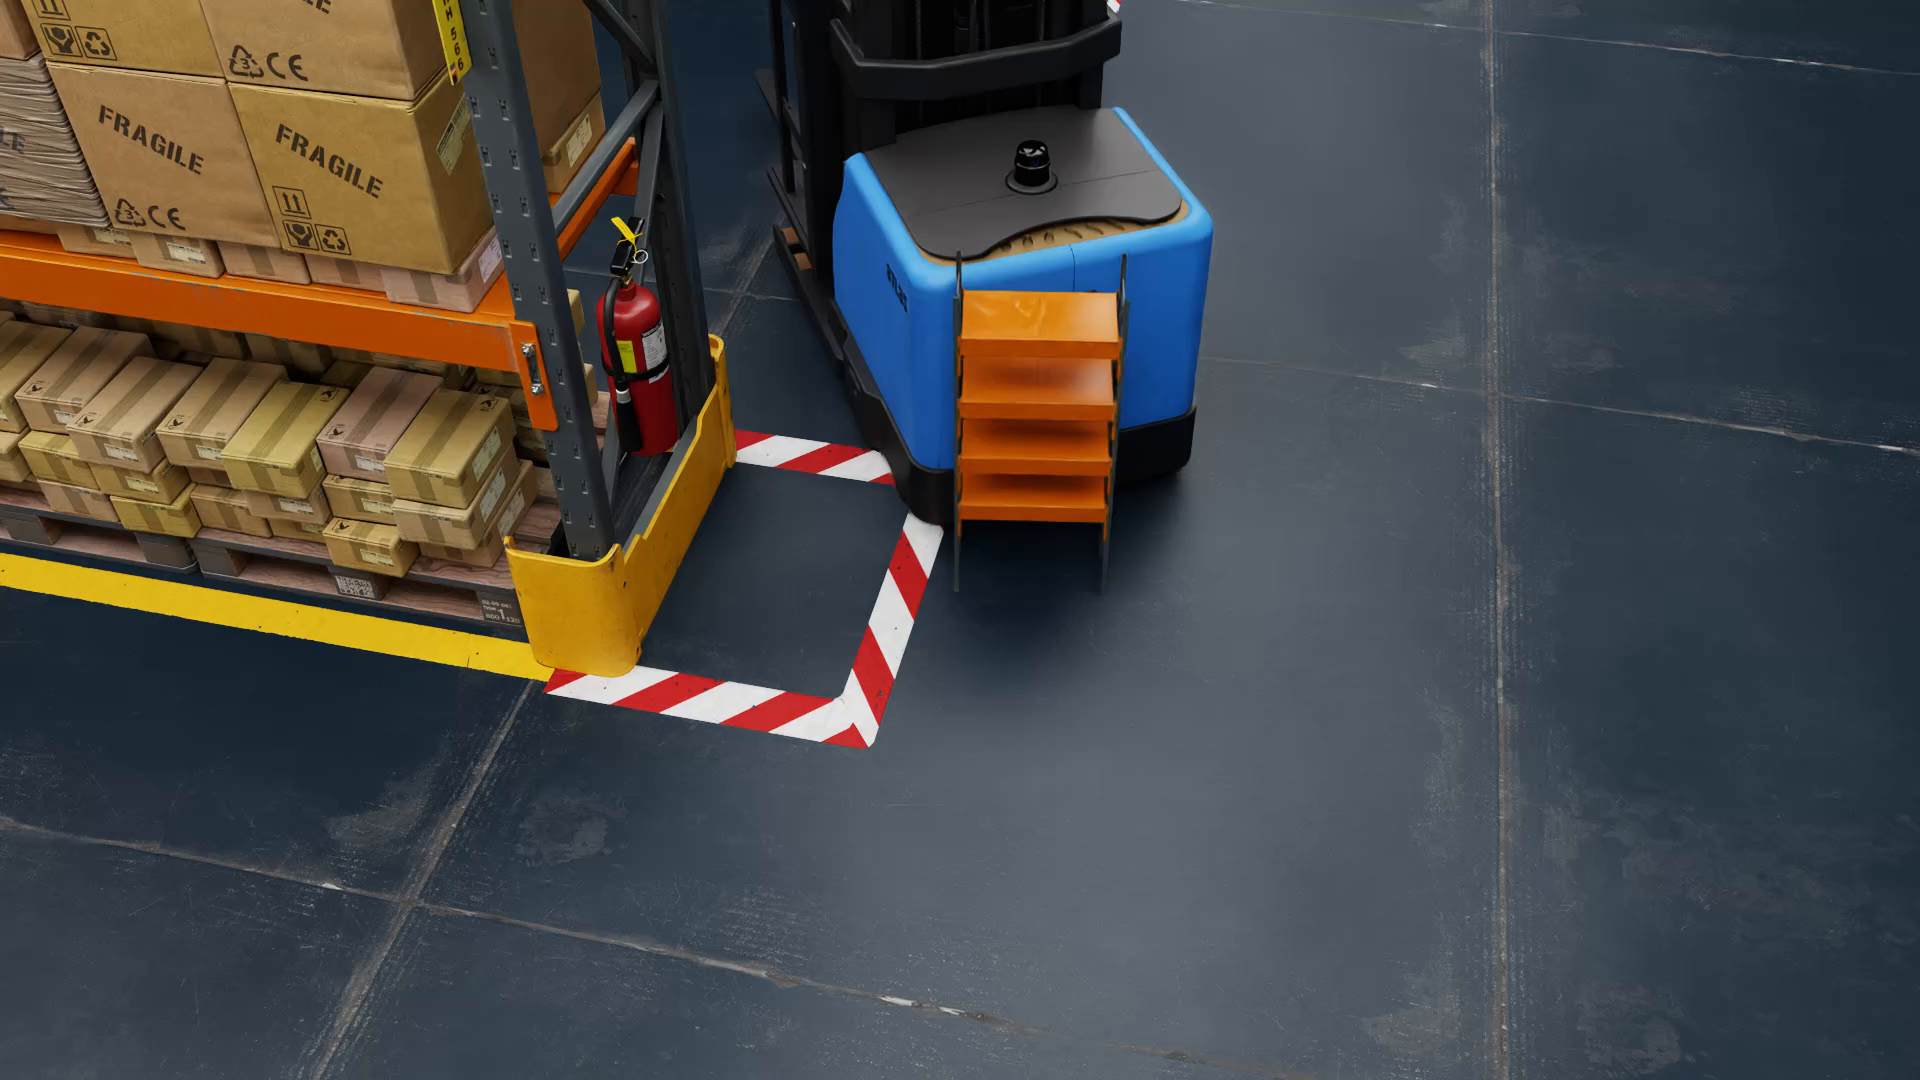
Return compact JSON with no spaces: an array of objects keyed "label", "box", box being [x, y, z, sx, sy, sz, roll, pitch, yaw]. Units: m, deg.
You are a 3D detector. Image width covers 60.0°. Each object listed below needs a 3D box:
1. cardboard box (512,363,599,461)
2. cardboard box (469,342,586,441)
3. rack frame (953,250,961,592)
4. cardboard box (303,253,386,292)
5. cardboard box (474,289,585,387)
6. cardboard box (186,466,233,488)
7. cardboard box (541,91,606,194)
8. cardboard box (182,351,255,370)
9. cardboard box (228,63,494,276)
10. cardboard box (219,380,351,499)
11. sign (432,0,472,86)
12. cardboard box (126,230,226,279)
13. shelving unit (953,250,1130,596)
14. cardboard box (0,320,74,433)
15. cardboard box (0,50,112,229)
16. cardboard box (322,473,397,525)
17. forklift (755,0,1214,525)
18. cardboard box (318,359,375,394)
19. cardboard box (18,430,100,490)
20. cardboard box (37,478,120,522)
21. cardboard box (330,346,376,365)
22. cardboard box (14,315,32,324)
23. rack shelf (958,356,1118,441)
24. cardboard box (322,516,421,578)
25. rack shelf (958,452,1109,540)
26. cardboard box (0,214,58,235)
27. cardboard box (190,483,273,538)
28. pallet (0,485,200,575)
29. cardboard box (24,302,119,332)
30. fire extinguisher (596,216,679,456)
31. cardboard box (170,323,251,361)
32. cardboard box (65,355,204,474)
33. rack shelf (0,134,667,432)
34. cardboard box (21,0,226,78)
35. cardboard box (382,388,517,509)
[{"label":"cardboard box","box":[-1.463,-0.464,5.822,0.250,0.149,0.380,10,45,10]},{"label":"cardboard box","box":[-1.477,-0.528,5.674,0.250,0.149,0.380,11,45,11]},{"label":"rack frame","box":[-0.007,-0.341,5.239,0.015,1.200,0.240,1,44,1]},{"label":"cardboard box","box":[-1.636,-0.874,4.676,0.250,0.149,0.380,9,45,9]},{"label":"cardboard box","box":[-1.459,-0.691,5.629,0.250,0.149,0.380,7,44,7]},{"label":"cardboard box","box":[-2.347,-0.349,5.488,0.250,0.149,0.380,8,45,9]},{"label":"cardboard box","box":[-1.267,-1.224,5.040,0.250,0.149,0.380,8,45,9]},{"label":"cardboard box","box":[-2.497,-0.673,5.824,0.250,0.149,0.380,7,44,7]},{"label":"cardboard box","box":[-1.517,-1.080,4.423,0.500,0.500,0.500,10,45,10]},{"label":"cardboard box","box":[-2.107,-0.321,5.244,0.250,0.149,0.380,8,44,8]},{"label":"sign","box":[-1.163,-1.202,3.773,0.005,0.325,0.100,9,45,9]},{"label":"cardboard box","box":[-2.139,-0.925,4.729,0.250,0.149,0.380,10,45,10]},{"label":"shelving unit","box":[0.237,-0.335,5.233,0.503,1.200,0.258,1,44,1]},{"label":"cardboard box","box":[-3.115,-0.541,5.473,0.250,0.149,0.380,9,45,9]},{"label":"cardboard box","box":[-2.515,-1.232,4.581,0.500,0.500,0.500,9,45,9]},{"label":"cardboard box","box":[-1.843,-0.238,5.372,0.250,0.149,0.380,8,44,8]},{"label":"forklift","box":[-0.132,-2.147,5.867,1.130,2.935,3.031,-13,46,-14]},{"label":"cardboard box","box":[-1.990,-0.585,5.733,0.250,0.149,0.380,9,45,10]},{"label":"cardboard box","box":[-2.861,-0.360,5.500,0.250,0.149,0.380,11,45,11]},{"label":"cardboard box","box":[-2.862,-0.255,5.604,0.250,0.149,0.380,10,45,10]},{"label":"cardboard box","box":[-1.972,-0.776,5.718,0.250,0.149,0.380,9,45,9]},{"label":"cardboard box","box":[-3.283,-0.803,5.959,0.250,0.149,0.380,7,44,7]},{"label":"rack shelf","box":[0.237,-0.448,5.124,0.480,0.148,0.258,1,44,1]},{"label":"cardboard box","box":[-1.854,-0.077,5.419,0.250,0.149,0.380,10,45,10]},{"label":"rack shelf","box":[0.237,-0.143,5.417,0.480,0.148,0.258,1,44,1]},{"label":"cardboard box","box":[-2.640,-1.066,4.875,0.250,0.149,0.380,7,44,7]},{"label":"cardboard box","box":[-2.337,-0.203,5.551,0.250,0.149,0.380,9,45,9]},{"label":"pallet","box":[-3.068,-0.383,5.996,1.213,0.211,1.003,9,45,9]},{"label":"cardboard box","box":[-3.014,-0.850,5.794,0.250,0.149,0.380,9,45,9]},{"label":"fire extinguisher","box":[-0.877,-0.531,4.463,0.183,0.674,0.296,9,45,9]},{"label":"cardboard box","box":[-2.501,-0.806,5.749,0.250,0.149,0.380,10,45,11]},{"label":"cardboard box","box":[-2.620,-0.406,5.333,0.250,0.149,0.380,10,45,11]},{"label":"rack shelf","box":[-2.974,-1.087,5.235,4.000,0.370,1.077,9,45,9]},{"label":"cardboard box","box":[-2.017,-1.525,4.163,0.500,0.500,0.500,7,44,8]},{"label":"cardboard box","box":[-1.594,-0.291,5.213,0.250,0.149,0.380,9,45,10]}]
